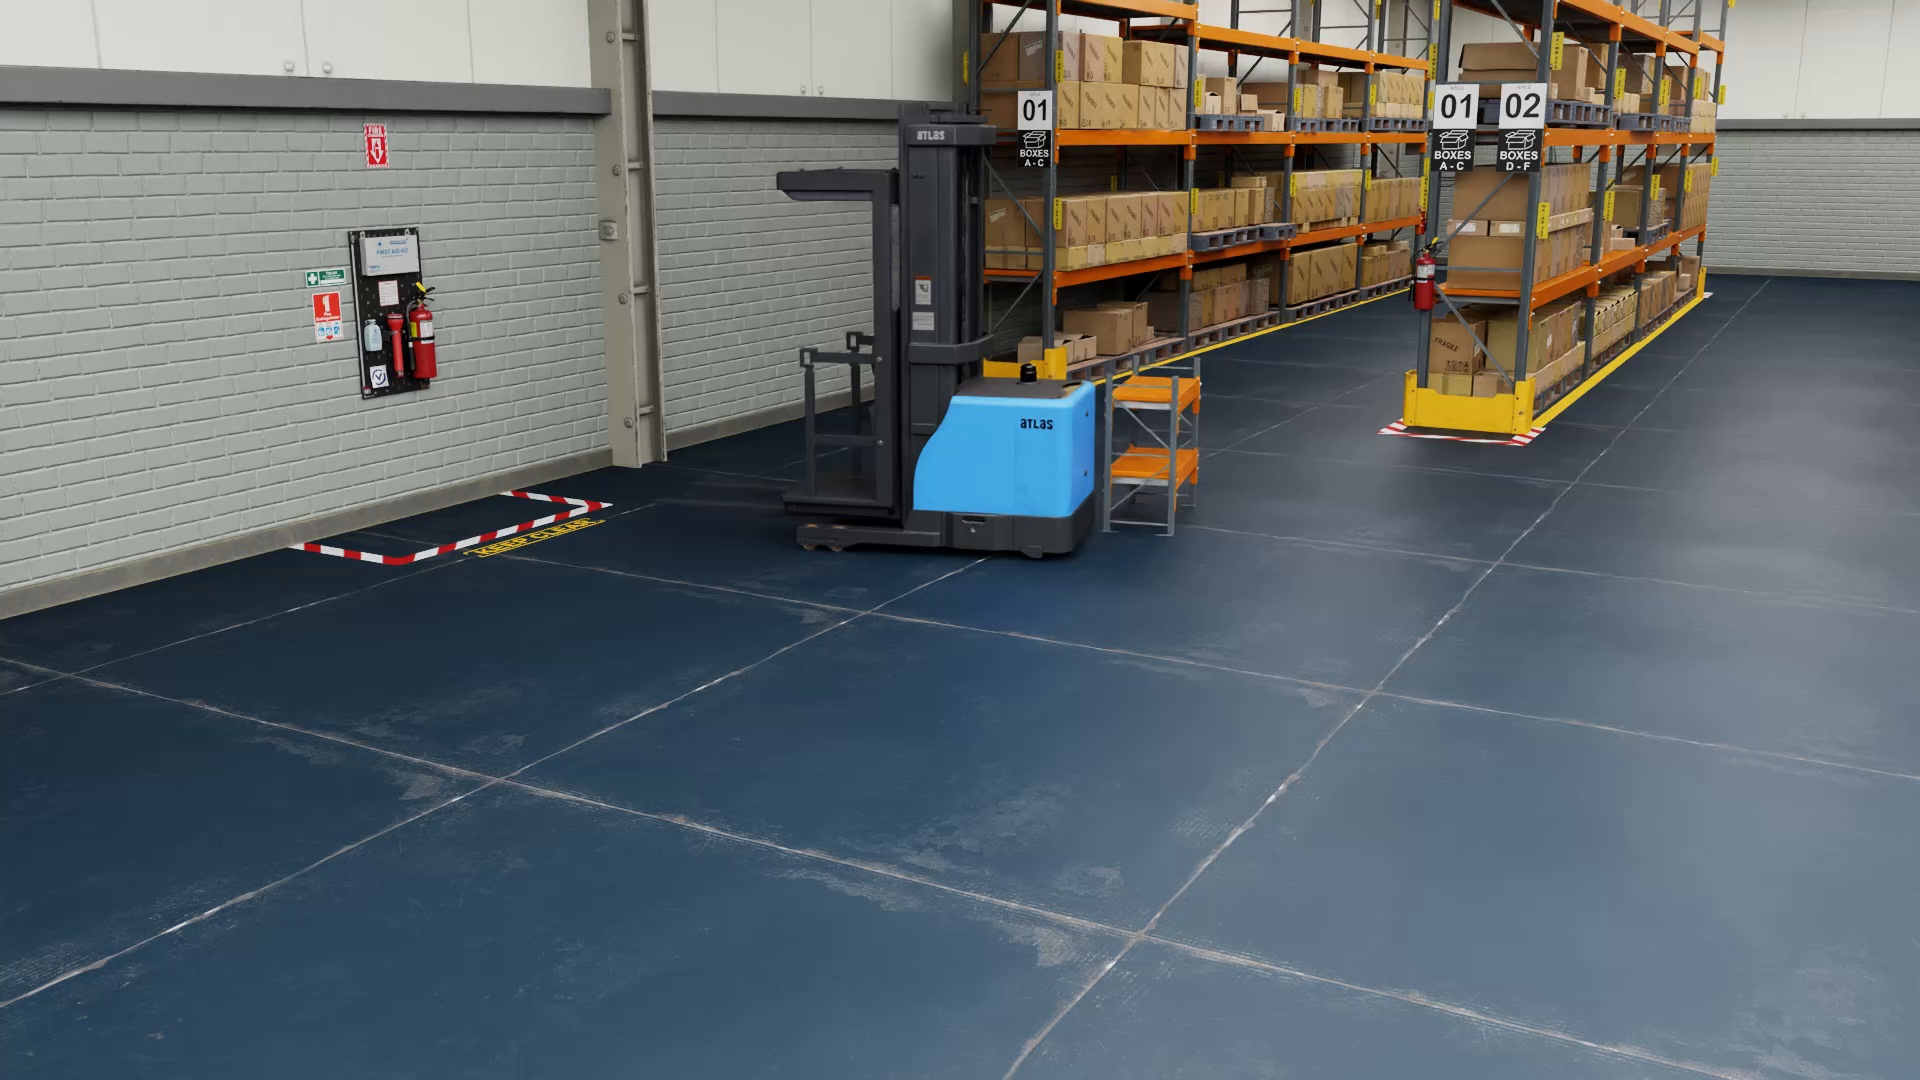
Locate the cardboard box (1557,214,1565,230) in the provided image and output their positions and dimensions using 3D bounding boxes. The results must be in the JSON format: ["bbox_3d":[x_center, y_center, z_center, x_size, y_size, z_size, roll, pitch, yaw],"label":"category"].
[{"bbox_3d":[6.019,-3.288,17.173,0.380,0.149,0.250,8,15,29],"label":"cardboard box"}]

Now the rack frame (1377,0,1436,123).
[{"bbox_3d":[8.294,-9.312,30.958,1.000,3.000,0.127,7,15,28],"label":"rack frame"}]

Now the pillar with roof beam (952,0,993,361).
[{"bbox_3d":[3.909,-5.783,16.321,9.100,9.000,0.400,7,15,28],"label":"pillar with roof beam"}]

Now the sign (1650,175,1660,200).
[{"bbox_3d":[9.252,-4.694,22.135,0.100,0.325,0.005,7,15,28],"label":"sign"}]

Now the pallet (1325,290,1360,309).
[{"bbox_3d":[6.053,-4.052,27.892,1.003,0.211,1.213,7,15,28],"label":"pallet"}]

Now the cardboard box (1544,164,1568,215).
[{"bbox_3d":[5.894,-3.652,17.299,0.700,0.500,0.500,7,15,28],"label":"cardboard box"}]

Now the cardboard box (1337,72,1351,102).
[{"bbox_3d":[6.494,-7.747,28.479,0.500,0.500,0.500,7,15,28],"label":"cardboard box"}]

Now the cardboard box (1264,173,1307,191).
[{"bbox_3d":[4.886,-5.392,25.006,0.500,0.250,0.500,8,16,29],"label":"cardboard box"}]

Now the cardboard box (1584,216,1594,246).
[{"bbox_3d":[7.471,-3.685,20.207,0.500,0.500,0.500,9,16,32],"label":"cardboard box"}]

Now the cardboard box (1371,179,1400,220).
[{"bbox_3d":[7.338,-6.130,29.919,0.980,0.700,0.700,7,15,25],"label":"cardboard box"}]

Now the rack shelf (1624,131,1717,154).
[{"bbox_3d":[11.665,-6.533,27.368,1.077,0.370,4.000,7,15,28],"label":"rack shelf"}]

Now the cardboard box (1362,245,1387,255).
[{"bbox_3d":[7.389,-5.178,29.663,0.380,0.149,0.250,7,15,26],"label":"cardboard box"}]

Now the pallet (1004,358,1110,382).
[{"bbox_3d":[1.020,-1.936,19.112,1.003,0.211,1.213,7,15,28],"label":"pallet"}]

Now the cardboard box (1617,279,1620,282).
[{"bbox_3d":[9.262,-3.517,24.117,0.500,0.500,0.500,7,15,26],"label":"cardboard box"}]

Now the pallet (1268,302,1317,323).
[{"bbox_3d":[4.874,-3.552,25.816,1.003,0.211,1.213,7,15,28],"label":"pallet"}]

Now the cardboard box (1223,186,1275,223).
[{"bbox_3d":[4.208,-4.919,24.386,0.700,0.500,0.500,5,15,21],"label":"cardboard box"}]

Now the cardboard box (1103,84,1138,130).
[{"bbox_3d":[1.719,-4.995,19.197,0.500,0.500,0.500,8,16,31],"label":"cardboard box"}]

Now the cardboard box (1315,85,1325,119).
[{"bbox_3d":[5.328,-6.910,26.245,0.700,0.500,0.500,7,15,28],"label":"cardboard box"}]

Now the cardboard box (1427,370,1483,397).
[{"bbox_3d":[4.898,-1.563,16.589,0.500,0.250,0.500,7,15,28],"label":"cardboard box"}]

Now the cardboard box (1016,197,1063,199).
[{"bbox_3d":[0.853,-3.637,18.898,0.500,0.500,0.500,8,16,29],"label":"cardboard box"}]

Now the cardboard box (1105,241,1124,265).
[{"bbox_3d":[1.563,-3.326,19.206,0.500,0.250,0.500,7,15,27],"label":"cardboard box"}]

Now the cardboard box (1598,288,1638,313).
[{"bbox_3d":[8.727,-3.198,22.175,0.500,0.311,0.500,8,16,30],"label":"cardboard box"}]

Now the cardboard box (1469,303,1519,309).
[{"bbox_3d":[5.850,-2.340,18.211,0.500,0.500,0.500,7,15,28],"label":"cardboard box"}]

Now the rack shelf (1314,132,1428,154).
[{"bbox_3d":[7.327,-7.094,29.692,1.077,0.370,4.000,7,15,28],"label":"rack shelf"}]

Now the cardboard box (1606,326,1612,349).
[{"bbox_3d":[7.739,-2.507,20.501,0.500,0.250,0.500,7,15,26],"label":"cardboard box"}]

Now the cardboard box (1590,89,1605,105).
[{"bbox_3d":[7.137,-5.088,19.261,0.500,0.250,0.500,9,16,34],"label":"cardboard box"}]

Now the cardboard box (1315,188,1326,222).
[{"bbox_3d":[5.388,-5.236,25.961,0.500,0.500,0.500,7,15,28],"label":"cardboard box"}]

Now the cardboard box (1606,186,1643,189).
[{"bbox_3d":[9.997,-5.047,24.959,0.700,0.500,0.500,10,17,37],"label":"cardboard box"}]

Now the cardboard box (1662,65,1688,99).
[{"bbox_3d":[10.900,-7.111,25.884,0.700,0.500,0.500,7,15,28],"label":"cardboard box"}]

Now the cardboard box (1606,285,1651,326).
[{"bbox_3d":[9.235,-3.253,23.023,0.500,0.500,0.500,8,16,30],"label":"cardboard box"}]

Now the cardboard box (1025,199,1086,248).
[{"bbox_3d":[1.053,-3.478,18.238,0.500,0.500,0.500,7,15,28],"label":"cardboard box"}]

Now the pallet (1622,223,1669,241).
[{"bbox_3d":[9.701,-4.500,24.208,1.003,0.211,1.213,7,15,28],"label":"pallet"}]

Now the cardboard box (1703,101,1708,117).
[{"bbox_3d":[11.885,-7.021,27.109,0.500,0.250,0.500,7,15,28],"label":"cardboard box"}]

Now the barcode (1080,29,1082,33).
[{"bbox_3d":[1.445,-6.079,19.895,0.001,0.075,0.075,7,15,28],"label":"barcode"}]

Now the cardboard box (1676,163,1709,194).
[{"bbox_3d":[12.414,-6.144,28.270,0.500,0.500,0.500,8,16,30],"label":"cardboard box"}]

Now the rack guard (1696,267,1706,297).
[{"bbox_3d":[12.595,-4.604,29.565,1.175,0.500,0.348,7,15,28],"label":"rack guard"}]

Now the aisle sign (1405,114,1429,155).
[{"bbox_3d":[8.591,-7.640,31.277,0.394,0.787,0.004,7,15,28],"label":"aisle sign"}]

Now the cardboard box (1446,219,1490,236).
[{"bbox_3d":[4.915,-3.016,16.048,0.380,0.149,0.250,7,15,27],"label":"cardboard box"}]

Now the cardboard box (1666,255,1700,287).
[{"bbox_3d":[12.585,-4.694,29.000,0.500,0.500,0.500,7,15,28],"label":"cardboard box"}]

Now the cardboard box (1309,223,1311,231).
[{"bbox_3d":[5.252,-4.899,25.946,0.380,0.149,0.250,8,16,29],"label":"cardboard box"}]

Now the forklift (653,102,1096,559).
[{"bbox_3d":[-0.620,-1.469,11.374,3.031,2.935,1.130,3,14,14],"label":"forklift"}]

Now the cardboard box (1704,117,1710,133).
[{"bbox_3d":[12.133,-6.880,27.590,0.500,0.250,0.500,7,15,28],"label":"cardboard box"}]

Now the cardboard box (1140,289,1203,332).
[{"bbox_3d":[2.834,-3.085,22.325,0.700,0.500,0.500,8,16,30],"label":"cardboard box"}]

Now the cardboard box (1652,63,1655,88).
[{"bbox_3d":[9.474,-6.485,23.285,0.500,0.500,0.500,7,15,28],"label":"cardboard box"}]

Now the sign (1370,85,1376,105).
[{"bbox_3d":[6.840,-7.378,27.562,0.100,0.325,0.005,7,15,28],"label":"sign"}]

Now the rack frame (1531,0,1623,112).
[{"bbox_3d":[6.831,-6.290,18.422,1.000,3.000,0.127,7,15,28],"label":"rack frame"}]

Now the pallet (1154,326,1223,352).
[{"bbox_3d":[2.868,-2.738,22.440,1.003,0.211,1.213,7,15,28],"label":"pallet"}]

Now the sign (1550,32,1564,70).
[{"bbox_3d":[5.380,-4.410,14.991,0.100,0.325,0.005,7,15,28],"label":"sign"}]

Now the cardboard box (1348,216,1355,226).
[{"bbox_3d":[6.343,-5.307,27.638,0.380,0.149,0.250,8,16,29],"label":"cardboard box"}]

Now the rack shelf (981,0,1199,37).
[{"bbox_3d":[1.526,-6.088,19.129,1.077,0.370,4.000,7,15,28],"label":"rack shelf"}]

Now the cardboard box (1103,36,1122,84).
[{"bbox_3d":[1.483,-5.371,18.621,0.500,0.500,0.500,8,16,30],"label":"cardboard box"}]

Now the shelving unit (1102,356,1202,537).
[{"bbox_3d":[1.398,-0.703,12.051,0.538,1.125,1.048,4,14,16],"label":"shelving unit"}]

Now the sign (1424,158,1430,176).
[{"bbox_3d":[8.762,-7.009,31.231,0.100,0.325,0.005,7,15,28],"label":"sign"}]

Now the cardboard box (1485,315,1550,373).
[{"bbox_3d":[5.591,-1.972,16.684,0.500,0.500,0.500,7,15,28],"label":"cardboard box"}]

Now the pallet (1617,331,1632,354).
[{"bbox_3d":[8.333,-2.674,22.173,1.003,0.211,1.213,7,15,28],"label":"pallet"}]
